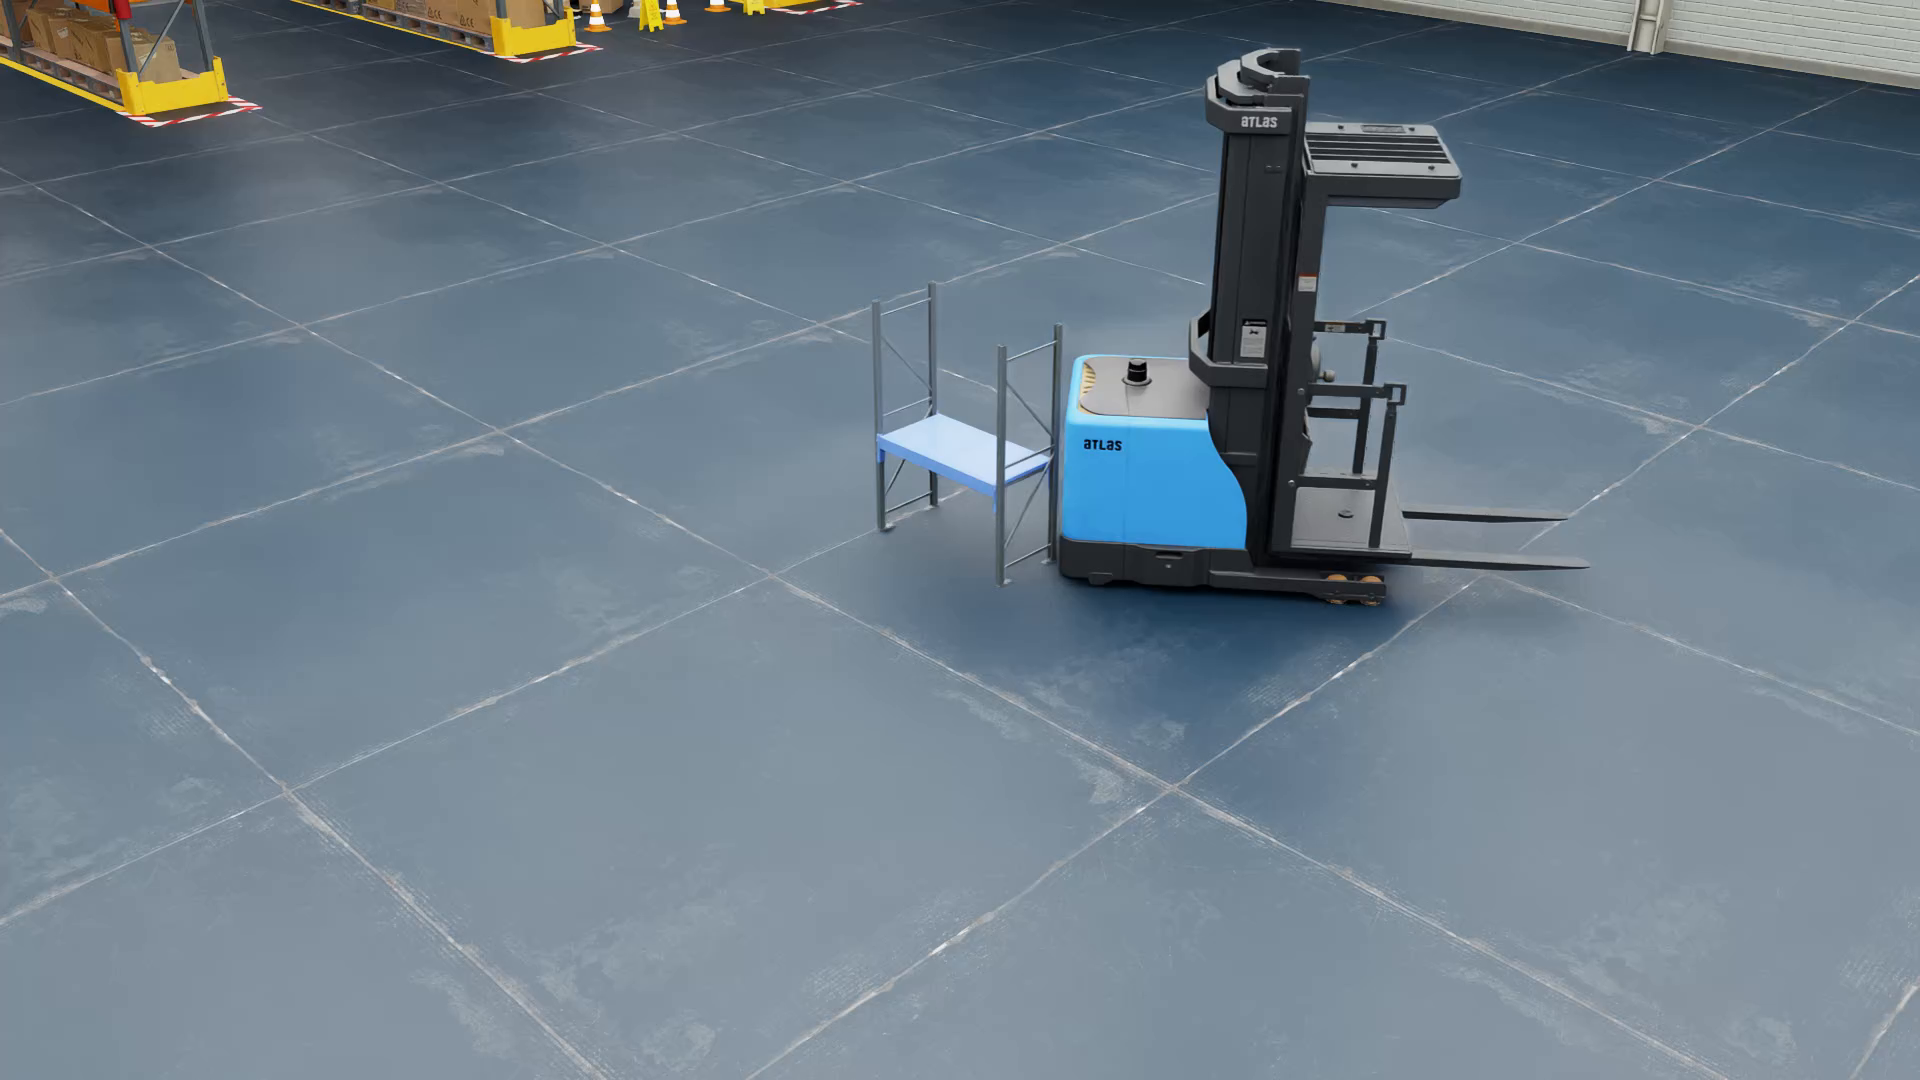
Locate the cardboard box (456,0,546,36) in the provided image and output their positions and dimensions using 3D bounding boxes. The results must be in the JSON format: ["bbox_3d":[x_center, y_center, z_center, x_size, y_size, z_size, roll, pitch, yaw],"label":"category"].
[{"bbox_3d":[-6.509,-7.685,23.474,0.875,0.875,0.875,25,37,39],"label":"cardboard box"}]

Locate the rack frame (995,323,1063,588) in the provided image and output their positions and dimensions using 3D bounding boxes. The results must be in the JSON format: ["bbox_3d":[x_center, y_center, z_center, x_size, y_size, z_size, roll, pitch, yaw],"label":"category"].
[{"bbox_3d":[0.391,-0.471,9.535,0.032,1.500,0.500,25,37,39],"label":"rack frame"}]

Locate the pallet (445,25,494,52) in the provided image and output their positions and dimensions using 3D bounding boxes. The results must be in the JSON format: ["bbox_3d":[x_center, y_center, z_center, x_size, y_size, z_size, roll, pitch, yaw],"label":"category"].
[{"bbox_3d":[-6.604,-7.241,23.794,1.213,0.211,1.003,25,36,38],"label":"pallet"}]

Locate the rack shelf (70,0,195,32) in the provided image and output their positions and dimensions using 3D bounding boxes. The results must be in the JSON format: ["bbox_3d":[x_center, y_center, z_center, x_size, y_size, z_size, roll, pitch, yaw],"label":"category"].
[{"bbox_3d":[-10.955,-6.961,21.039,4.000,0.370,1.077,25,36,38],"label":"rack shelf"}]

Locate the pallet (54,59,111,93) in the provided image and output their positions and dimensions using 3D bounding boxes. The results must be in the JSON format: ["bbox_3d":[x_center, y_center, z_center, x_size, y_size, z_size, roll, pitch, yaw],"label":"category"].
[{"bbox_3d":[-11.003,-6.093,21.610,1.213,0.211,1.003,25,36,38],"label":"pallet"}]

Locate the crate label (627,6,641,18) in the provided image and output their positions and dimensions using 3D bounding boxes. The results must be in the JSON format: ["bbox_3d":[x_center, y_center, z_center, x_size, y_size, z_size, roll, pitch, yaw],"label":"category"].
[{"bbox_3d":[-4.932,-8.118,25.541,0.298,0.136,0.250,7,29,13],"label":"crate label"}]

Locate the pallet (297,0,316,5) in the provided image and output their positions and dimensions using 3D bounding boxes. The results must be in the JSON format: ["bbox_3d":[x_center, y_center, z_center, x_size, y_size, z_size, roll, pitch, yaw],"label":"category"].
[{"bbox_3d":[-10.309,-8.936,27.018,1.213,0.211,1.003,25,36,38],"label":"pallet"}]

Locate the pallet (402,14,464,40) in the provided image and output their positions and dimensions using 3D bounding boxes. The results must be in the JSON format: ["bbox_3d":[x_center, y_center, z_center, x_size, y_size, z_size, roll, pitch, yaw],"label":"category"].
[{"bbox_3d":[-7.470,-7.639,24.551,1.213,0.211,1.003,25,36,38],"label":"pallet"}]

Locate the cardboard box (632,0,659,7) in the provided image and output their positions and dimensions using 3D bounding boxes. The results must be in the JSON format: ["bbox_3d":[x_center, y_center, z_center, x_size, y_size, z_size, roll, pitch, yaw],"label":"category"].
[{"bbox_3d":[-4.931,-8.411,26.087,0.380,0.149,0.250,-7,29,-14],"label":"cardboard box"}]

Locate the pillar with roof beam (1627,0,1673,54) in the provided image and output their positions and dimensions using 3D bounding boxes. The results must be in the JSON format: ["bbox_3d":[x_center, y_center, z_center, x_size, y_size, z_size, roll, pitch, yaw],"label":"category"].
[{"bbox_3d":[6.571,-9.402,18.461,0.400,9.000,9.100,25,36,38],"label":"pillar with roof beam"}]

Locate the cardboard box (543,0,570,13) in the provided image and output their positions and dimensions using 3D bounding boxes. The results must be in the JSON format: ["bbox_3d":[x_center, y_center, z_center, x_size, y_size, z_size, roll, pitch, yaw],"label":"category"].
[{"bbox_3d":[-6.315,-8.386,25.912,0.396,0.266,0.258,-18,33,-31],"label":"cardboard box"}]

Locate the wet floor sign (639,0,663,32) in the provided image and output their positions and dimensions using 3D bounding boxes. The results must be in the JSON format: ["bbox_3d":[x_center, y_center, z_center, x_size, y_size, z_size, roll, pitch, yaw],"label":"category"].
[{"bbox_3d":[-4.570,-7.846,24.478,0.232,0.644,0.267,18,33,30],"label":"wet floor sign"}]

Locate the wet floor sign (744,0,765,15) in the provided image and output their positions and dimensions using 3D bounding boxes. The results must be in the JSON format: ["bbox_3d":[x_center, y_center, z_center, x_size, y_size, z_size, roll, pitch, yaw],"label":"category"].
[{"bbox_3d":[-3.195,-8.457,25.640,0.267,0.644,0.232,-13,30,-22],"label":"wet floor sign"}]

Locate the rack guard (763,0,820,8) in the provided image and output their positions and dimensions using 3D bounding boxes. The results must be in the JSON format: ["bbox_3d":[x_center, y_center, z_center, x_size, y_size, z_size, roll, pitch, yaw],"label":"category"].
[{"bbox_3d":[-2.635,-8.834,26.514,0.348,0.500,1.175,25,36,38],"label":"rack guard"}]

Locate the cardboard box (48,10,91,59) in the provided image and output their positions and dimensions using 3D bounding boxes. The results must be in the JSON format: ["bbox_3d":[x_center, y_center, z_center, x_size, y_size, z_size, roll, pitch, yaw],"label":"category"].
[{"bbox_3d":[-11.710,-6.684,21.973,0.500,0.500,0.500,-13,31,-24],"label":"cardboard box"}]

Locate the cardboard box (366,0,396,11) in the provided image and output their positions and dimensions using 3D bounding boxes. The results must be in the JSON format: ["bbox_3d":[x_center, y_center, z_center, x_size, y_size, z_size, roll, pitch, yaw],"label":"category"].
[{"bbox_3d":[-8.432,-8.562,25.143,0.875,0.875,0.875,-25,36,-38],"label":"cardboard box"}]

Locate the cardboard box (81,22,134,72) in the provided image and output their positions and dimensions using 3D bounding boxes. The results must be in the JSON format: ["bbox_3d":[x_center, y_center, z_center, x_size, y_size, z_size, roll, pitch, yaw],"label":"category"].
[{"bbox_3d":[-10.846,-6.310,21.262,0.500,0.500,0.500,-21,34,-35],"label":"cardboard box"}]

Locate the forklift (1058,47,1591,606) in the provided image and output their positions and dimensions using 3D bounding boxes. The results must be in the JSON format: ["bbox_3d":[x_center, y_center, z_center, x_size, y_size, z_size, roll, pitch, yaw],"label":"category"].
[{"bbox_3d":[2.133,-1.183,9.350,3.031,2.935,1.130,3,28,6],"label":"forklift"}]

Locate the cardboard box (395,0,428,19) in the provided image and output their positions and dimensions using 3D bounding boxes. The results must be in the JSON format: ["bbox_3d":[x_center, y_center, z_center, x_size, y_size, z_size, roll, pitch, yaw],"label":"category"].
[{"bbox_3d":[-7.787,-8.270,24.586,0.875,0.875,0.875,25,37,39],"label":"cardboard box"}]

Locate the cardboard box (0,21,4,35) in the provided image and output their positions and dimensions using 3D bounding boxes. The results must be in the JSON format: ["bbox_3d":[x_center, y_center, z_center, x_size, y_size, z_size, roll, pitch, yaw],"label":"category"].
[{"bbox_3d":[-13.131,-7.390,23.294,0.500,0.500,0.700,24,36,38],"label":"cardboard box"}]

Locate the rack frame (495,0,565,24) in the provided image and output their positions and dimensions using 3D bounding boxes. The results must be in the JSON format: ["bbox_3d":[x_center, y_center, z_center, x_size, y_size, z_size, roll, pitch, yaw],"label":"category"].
[{"bbox_3d":[-5.979,-8.240,22.698,0.127,3.000,1.000,25,36,38],"label":"rack frame"}]

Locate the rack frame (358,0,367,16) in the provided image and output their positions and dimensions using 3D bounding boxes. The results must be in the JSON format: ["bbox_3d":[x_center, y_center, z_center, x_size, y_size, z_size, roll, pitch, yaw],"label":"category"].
[{"bbox_3d":[-8.831,-9.545,25.180,0.127,3.000,1.000,25,36,38],"label":"rack frame"}]

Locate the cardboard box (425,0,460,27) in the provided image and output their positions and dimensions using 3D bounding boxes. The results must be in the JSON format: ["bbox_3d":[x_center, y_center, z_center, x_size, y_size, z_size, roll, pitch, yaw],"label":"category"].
[{"bbox_3d":[-7.138,-7.971,24.019,0.875,0.875,0.875,24,36,38],"label":"cardboard box"}]

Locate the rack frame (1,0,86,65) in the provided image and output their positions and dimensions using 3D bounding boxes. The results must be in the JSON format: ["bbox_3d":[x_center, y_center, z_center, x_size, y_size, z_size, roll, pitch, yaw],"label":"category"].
[{"bbox_3d":[-12.381,-7.932,22.113,0.127,3.000,1.000,25,36,38],"label":"rack frame"}]

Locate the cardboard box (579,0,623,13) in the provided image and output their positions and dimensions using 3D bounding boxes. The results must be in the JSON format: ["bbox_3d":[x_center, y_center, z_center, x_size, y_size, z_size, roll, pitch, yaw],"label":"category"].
[{"bbox_3d":[-5.608,-8.544,25.958,0.637,0.503,0.797,2,28,4],"label":"cardboard box"}]

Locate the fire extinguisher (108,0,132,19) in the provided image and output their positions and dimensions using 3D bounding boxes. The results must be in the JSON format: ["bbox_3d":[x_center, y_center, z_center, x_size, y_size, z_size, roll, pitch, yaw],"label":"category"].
[{"bbox_3d":[-9.770,-6.403,19.287,0.183,0.674,0.296,25,36,38],"label":"fire extinguisher"}]

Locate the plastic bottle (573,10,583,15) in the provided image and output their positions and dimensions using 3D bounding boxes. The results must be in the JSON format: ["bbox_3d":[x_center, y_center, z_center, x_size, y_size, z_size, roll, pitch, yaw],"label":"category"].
[{"bbox_3d":[-5.982,-8.156,25.695,0.283,0.061,0.133,12,30,22],"label":"plastic bottle"}]

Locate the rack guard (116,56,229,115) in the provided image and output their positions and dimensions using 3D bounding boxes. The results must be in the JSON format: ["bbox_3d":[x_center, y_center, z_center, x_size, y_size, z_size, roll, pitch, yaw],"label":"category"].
[{"bbox_3d":[-9.583,-5.546,20.259,0.348,0.500,1.175,25,36,38],"label":"rack guard"}]

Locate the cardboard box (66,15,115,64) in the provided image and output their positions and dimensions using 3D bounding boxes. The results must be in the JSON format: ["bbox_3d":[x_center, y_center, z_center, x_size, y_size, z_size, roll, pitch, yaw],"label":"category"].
[{"bbox_3d":[-11.212,-6.507,21.637,0.500,0.500,0.500,21,34,34],"label":"cardboard box"}]

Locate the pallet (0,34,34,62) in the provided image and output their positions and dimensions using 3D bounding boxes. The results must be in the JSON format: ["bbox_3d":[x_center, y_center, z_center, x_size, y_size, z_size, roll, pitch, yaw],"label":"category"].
[{"bbox_3d":[-12.937,-6.952,23.244,1.213,0.211,1.003,25,36,38],"label":"pallet"}]

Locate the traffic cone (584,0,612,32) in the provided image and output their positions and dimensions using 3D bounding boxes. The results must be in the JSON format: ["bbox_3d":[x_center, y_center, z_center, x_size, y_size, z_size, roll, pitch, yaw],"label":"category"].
[{"bbox_3d":[-5.362,-7.762,24.514,0.334,0.463,0.336,25,36,38],"label":"traffic cone"}]

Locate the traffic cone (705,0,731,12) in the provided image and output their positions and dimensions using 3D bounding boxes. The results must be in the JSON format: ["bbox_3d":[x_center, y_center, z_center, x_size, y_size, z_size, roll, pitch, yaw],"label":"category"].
[{"bbox_3d":[-3.792,-8.505,25.928,0.334,0.463,0.336,25,36,38],"label":"traffic cone"}]

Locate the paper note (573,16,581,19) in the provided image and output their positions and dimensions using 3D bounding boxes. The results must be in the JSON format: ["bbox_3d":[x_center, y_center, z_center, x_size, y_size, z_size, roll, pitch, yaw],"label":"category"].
[{"bbox_3d":[-5.877,-7.987,25.408,0.144,0.017,0.142,-13,30,-22],"label":"paper note"}]

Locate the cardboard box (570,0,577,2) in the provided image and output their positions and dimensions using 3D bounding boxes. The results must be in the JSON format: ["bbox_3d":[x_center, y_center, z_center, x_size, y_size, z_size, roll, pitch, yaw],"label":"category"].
[{"bbox_3d":[-6.281,-8.906,26.502,0.503,0.637,0.797,25,36,38],"label":"cardboard box"}]

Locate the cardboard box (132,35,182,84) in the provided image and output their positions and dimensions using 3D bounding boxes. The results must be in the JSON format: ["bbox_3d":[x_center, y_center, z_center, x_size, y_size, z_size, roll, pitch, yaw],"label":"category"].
[{"bbox_3d":[-9.962,-5.916,20.513,0.500,0.500,0.500,-18,33,-30],"label":"cardboard box"}]

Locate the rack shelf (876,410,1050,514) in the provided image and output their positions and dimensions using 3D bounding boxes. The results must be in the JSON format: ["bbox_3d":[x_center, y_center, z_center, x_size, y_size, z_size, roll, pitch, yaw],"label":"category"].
[{"bbox_3d":[0.031,-0.479,9.936,1.000,0.185,0.538,25,37,39],"label":"rack shelf"}]

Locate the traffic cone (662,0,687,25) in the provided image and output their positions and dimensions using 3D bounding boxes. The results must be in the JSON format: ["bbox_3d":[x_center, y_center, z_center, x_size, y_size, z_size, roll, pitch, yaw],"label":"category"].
[{"bbox_3d":[-4.328,-8.026,25.017,0.334,0.463,0.336,25,36,38],"label":"traffic cone"}]

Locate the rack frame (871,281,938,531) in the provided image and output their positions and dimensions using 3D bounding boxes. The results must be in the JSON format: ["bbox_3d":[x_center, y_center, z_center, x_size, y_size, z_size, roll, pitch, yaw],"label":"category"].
[{"bbox_3d":[-0.329,-0.805,10.170,0.032,1.500,0.500,25,37,39],"label":"rack frame"}]

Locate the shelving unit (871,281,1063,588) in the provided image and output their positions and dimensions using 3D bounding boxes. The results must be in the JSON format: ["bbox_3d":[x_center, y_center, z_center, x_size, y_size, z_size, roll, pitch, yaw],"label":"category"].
[{"bbox_3d":[0.031,-0.638,9.852,1.048,1.500,0.538,25,37,39],"label":"shelving unit"}]

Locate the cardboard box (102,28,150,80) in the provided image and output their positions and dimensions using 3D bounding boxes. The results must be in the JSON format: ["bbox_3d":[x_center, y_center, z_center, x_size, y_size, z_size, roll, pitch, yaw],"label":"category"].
[{"bbox_3d":[-10.412,-6.100,20.862,0.500,0.500,0.500,-15,31,-27],"label":"cardboard box"}]

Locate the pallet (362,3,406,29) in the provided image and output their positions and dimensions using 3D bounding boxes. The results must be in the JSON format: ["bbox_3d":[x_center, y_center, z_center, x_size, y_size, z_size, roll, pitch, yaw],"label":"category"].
[{"bbox_3d":[-8.344,-8.037,25.308,1.213,0.211,1.003,25,36,38],"label":"pallet"}]

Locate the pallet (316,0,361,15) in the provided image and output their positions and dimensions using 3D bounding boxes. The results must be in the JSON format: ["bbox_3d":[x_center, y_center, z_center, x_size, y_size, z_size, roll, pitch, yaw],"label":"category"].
[{"bbox_3d":[-9.434,-8.538,26.261,1.213,0.211,1.003,25,36,38],"label":"pallet"}]

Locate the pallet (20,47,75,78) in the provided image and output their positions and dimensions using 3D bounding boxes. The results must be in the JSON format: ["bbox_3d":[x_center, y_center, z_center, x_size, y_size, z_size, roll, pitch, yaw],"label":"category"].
[{"bbox_3d":[-11.877,-6.491,22.367,1.213,0.211,1.003,25,36,38],"label":"pallet"}]

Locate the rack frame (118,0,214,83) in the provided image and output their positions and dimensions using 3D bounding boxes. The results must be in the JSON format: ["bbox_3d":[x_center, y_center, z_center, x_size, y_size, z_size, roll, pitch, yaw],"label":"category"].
[{"bbox_3d":[-9.529,-6.627,19.630,0.127,3.000,1.000,25,36,38],"label":"rack frame"}]

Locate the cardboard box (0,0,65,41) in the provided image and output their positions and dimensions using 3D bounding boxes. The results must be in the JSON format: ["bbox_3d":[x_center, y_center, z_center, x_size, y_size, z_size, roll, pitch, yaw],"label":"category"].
[{"bbox_3d":[-12.804,-7.228,22.987,0.500,0.500,0.700,21,34,35],"label":"cardboard box"}]

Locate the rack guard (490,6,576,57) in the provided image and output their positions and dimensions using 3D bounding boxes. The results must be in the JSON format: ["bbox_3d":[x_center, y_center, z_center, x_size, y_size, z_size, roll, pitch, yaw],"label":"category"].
[{"bbox_3d":[-5.962,-7.126,23.265,0.348,0.500,1.175,25,36,38],"label":"rack guard"}]

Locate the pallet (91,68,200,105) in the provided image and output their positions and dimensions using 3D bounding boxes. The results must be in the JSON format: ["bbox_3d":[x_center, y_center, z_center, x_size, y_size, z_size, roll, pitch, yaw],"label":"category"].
[{"bbox_3d":[-10.137,-5.695,20.853,1.213,0.211,1.003,25,36,38],"label":"pallet"}]

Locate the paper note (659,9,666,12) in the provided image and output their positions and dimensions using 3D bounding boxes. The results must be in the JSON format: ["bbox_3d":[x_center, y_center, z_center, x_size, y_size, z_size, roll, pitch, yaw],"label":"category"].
[{"bbox_3d":[-4.650,-8.250,25.906,0.142,0.019,0.148,12,30,22],"label":"paper note"}]

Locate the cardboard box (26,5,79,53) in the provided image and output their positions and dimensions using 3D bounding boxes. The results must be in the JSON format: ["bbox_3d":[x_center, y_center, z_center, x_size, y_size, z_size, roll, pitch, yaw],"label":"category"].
[{"bbox_3d":[-12.124,-6.868,22.323,0.500,0.500,0.500,23,36,37],"label":"cardboard box"}]
